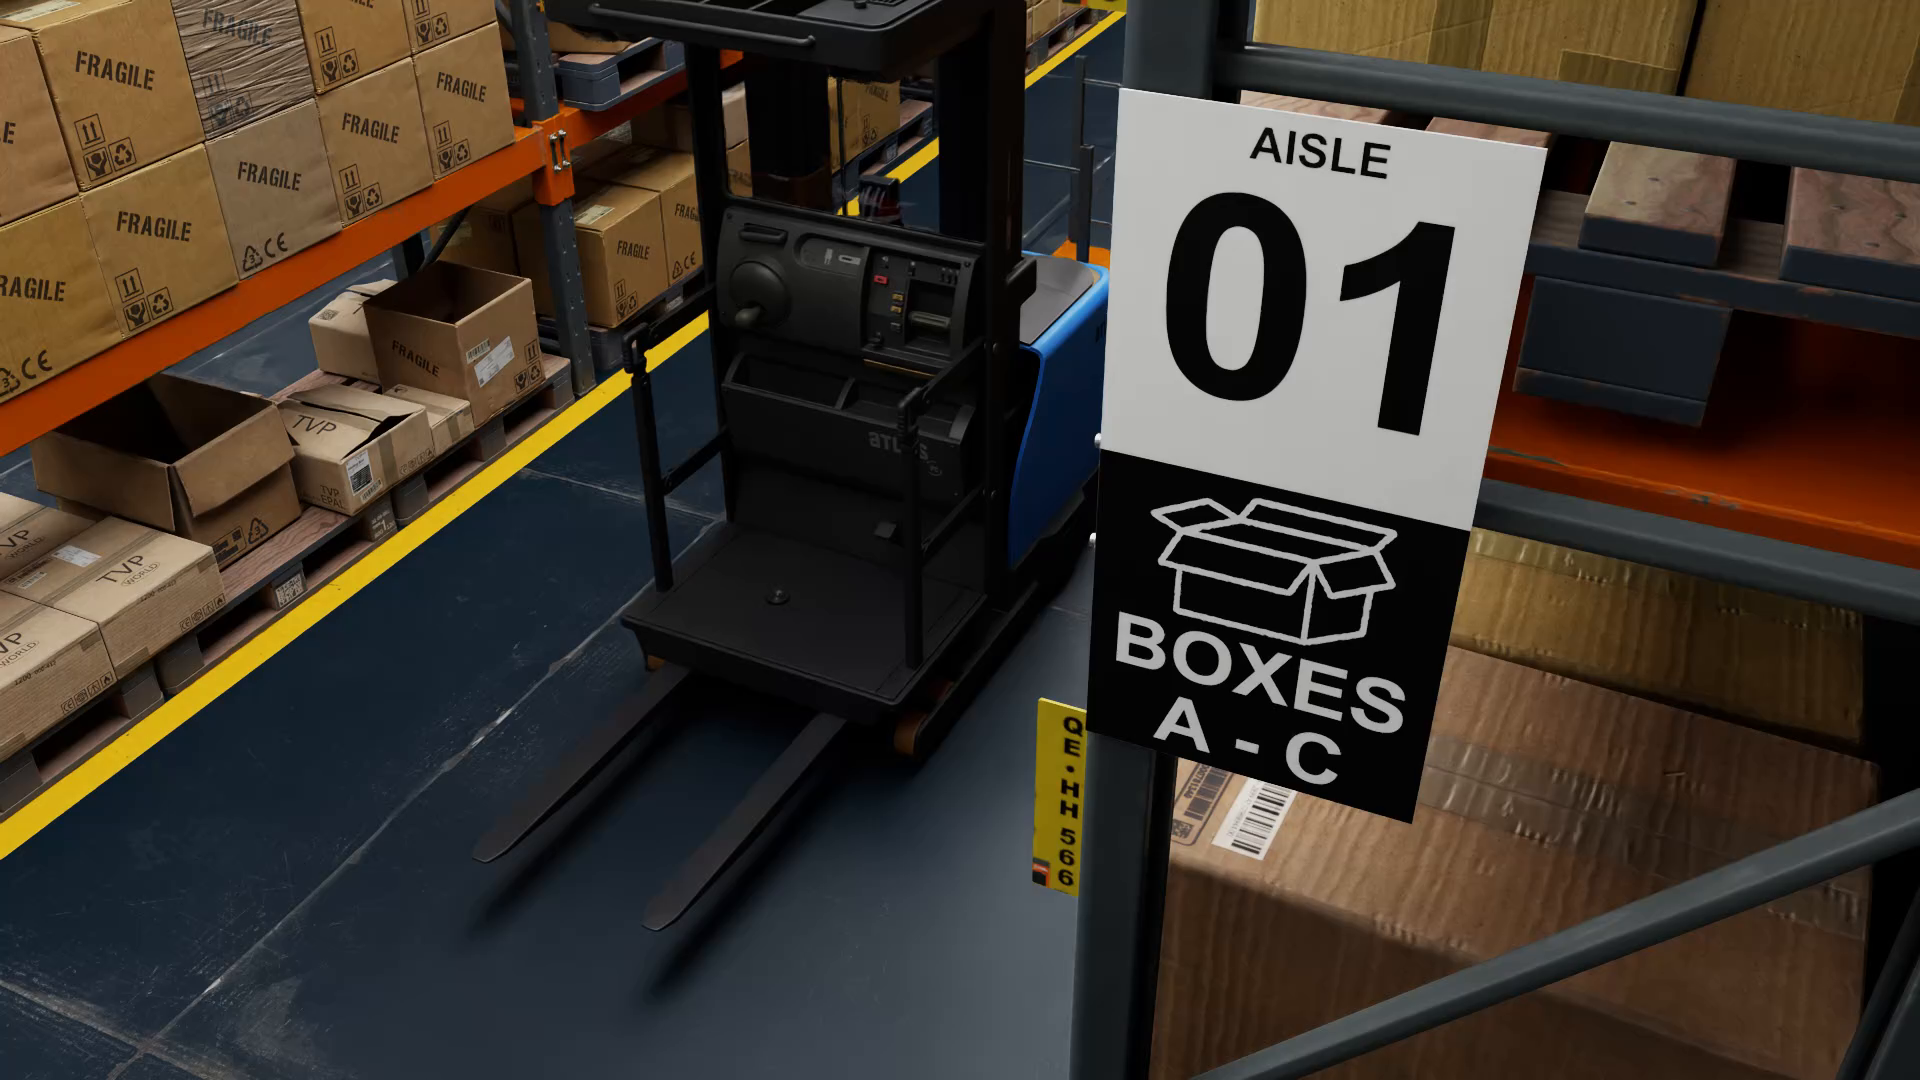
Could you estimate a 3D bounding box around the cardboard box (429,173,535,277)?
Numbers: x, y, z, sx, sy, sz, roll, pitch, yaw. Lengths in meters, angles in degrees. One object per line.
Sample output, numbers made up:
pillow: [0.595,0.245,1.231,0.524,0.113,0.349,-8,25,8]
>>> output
cardboard box: [-2.248,-1.512,8.198,0.500,0.500,0.500,14,36,20]

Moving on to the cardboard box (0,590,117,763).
cardboard box: [-3.173,0.442,5.447,0.500,0.250,0.500,14,36,20]

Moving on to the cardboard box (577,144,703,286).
cardboard box: [-1.557,-1.653,8.414,0.500,0.500,0.500,15,36,21]

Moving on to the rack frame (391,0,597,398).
rack frame: [-2.194,-2.062,7.158,1.000,3.000,0.127,14,36,20]

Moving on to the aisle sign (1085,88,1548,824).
aisle sign: [0.331,-0.055,1.727,0.394,0.787,0.004,14,36,20]

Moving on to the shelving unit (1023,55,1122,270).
shelving unit: [0.499,-1.161,7.152,0.587,1.500,1.083,15,36,22]

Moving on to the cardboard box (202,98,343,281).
cardboard box: [-2.597,-1.282,5.879,0.500,0.500,0.500,15,36,22]

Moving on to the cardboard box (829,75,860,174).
cardboard box: [-0.915,-2.415,9.576,0.500,0.500,0.500,13,35,19]

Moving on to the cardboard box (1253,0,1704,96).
cardboard box: [0.699,-0.770,2.115,0.500,0.250,0.500,15,36,22]

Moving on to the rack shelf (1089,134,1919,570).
rack shelf: [1.470,-0.884,3.284,1.077,0.370,4.000,14,36,20]

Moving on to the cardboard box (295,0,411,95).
cardboard box: [-2.382,-1.954,5.992,0.500,0.500,0.500,13,36,20]

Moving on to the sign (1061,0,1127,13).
sign: [0.147,-0.658,1.547,0.100,0.325,0.005,14,36,20]

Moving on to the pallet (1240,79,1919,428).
pallet: [0.934,-0.524,2.159,1.003,0.211,1.213,14,36,20]

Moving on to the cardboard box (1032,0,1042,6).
cardboard box: [0.393,-4.025,11.765,0.500,0.311,0.500,13,35,19]

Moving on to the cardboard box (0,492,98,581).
cardboard box: [-3.439,0.103,5.964,0.500,0.250,0.500,14,36,20]

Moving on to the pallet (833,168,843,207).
pallet: [-1.379,-1.919,9.484,1.003,0.211,1.213,14,36,20]

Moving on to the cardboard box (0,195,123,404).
cardboard box: [-3.019,-0.779,5.112,0.500,0.500,0.500,14,36,20]

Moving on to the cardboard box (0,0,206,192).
cardboard box: [-2.805,-1.453,5.228,0.500,0.500,0.500,14,36,20]

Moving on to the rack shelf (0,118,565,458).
rack shelf: [-3.031,-0.765,5.837,1.077,0.370,4.000,14,36,20]

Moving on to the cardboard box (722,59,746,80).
cardboard box: [-1.142,-2.447,8.941,0.500,0.250,0.500,13,36,20]

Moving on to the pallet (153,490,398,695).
pallet: [-2.991,0.056,6.472,1.003,0.211,1.213,14,36,20]

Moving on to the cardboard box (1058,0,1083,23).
cardboard box: [0.602,-4.039,12.299,0.500,0.250,0.500,15,36,21]

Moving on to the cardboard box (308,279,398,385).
cardboard box: [-2.566,-0.962,7.532,0.500,0.311,0.500,14,36,20]

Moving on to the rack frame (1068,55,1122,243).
rack frame: [0.729,-1.415,7.540,0.500,1.500,0.032,15,36,22]

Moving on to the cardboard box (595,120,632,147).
cardboard box: [-1.823,-2.006,8.952,0.500,0.500,0.500,15,36,21]

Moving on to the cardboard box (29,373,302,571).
cardboard box: [-2.975,-0.265,6.294,0.797,0.503,0.637,14,36,20]

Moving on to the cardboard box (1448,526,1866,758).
cardboard box: [1.132,0.319,3.255,0.980,0.700,0.700,14,36,20]

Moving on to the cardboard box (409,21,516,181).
cardboard box: [-2.170,-1.796,6.662,0.500,0.500,0.500,15,36,21]

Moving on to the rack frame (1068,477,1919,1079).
rack frame: [0.634,1.065,2.390,1.000,3.000,0.127,14,36,20]

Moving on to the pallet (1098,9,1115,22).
pallet: [0.880,-4.504,13.426,1.003,0.211,1.213,14,36,20]

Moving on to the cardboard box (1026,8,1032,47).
cardboard box: [0.175,-3.523,11.513,0.500,0.250,0.500,13,35,19]

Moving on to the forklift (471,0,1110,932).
forklift: [-0.475,-0.765,5.243,1.130,2.935,3.031,15,36,22]

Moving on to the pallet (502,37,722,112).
pallet: [-1.760,-2.354,7.780,1.003,0.211,1.213,14,36,20]

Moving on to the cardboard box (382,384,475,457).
cardboard box: [-2.277,-0.504,6.982,0.380,0.149,0.250,14,36,20]

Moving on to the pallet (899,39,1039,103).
pallet: [-0.140,-3.289,11.573,1.003,0.211,1.213,14,36,20]
